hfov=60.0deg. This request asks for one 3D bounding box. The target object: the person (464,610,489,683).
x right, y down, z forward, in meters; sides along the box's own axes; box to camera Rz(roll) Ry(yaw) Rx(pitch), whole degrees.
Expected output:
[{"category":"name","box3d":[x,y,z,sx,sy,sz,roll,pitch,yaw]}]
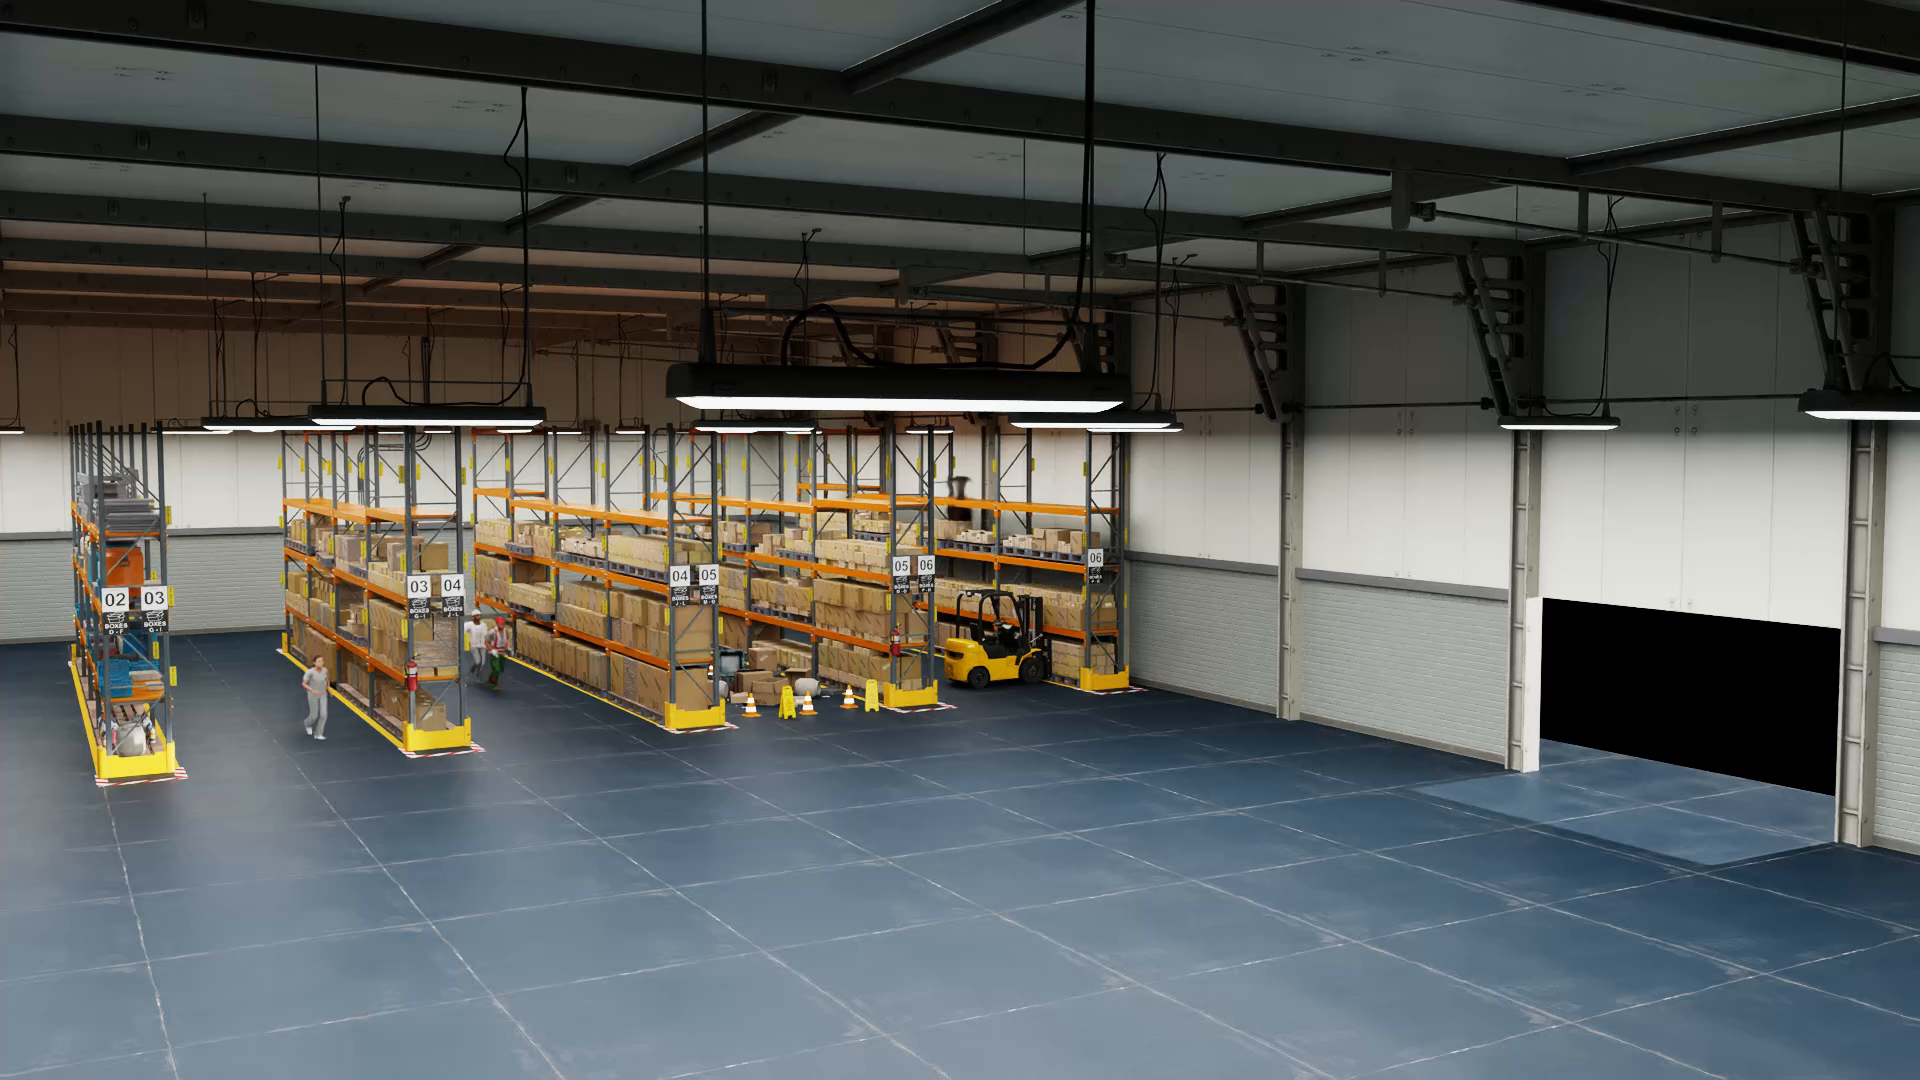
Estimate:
[{"category":"person","box3d":[-11.151,2.473,38.457,0.699,1.721,0.553,-3,5,-43]}]

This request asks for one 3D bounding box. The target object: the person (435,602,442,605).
[{"category":"person","box3d":[-14.576,2.047,46.555,0.626,1.648,0.652,0,4,-2]}]

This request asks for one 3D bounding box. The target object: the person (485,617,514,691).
[{"category":"person","box3d":[-10.503,2.559,37.578,0.856,1.691,0.648,2,4,35]}]

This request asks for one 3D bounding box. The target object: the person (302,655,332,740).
[{"category":"person","box3d":[-12.243,2.982,31.587,0.560,1.600,0.735,-3,5,-43]}]
